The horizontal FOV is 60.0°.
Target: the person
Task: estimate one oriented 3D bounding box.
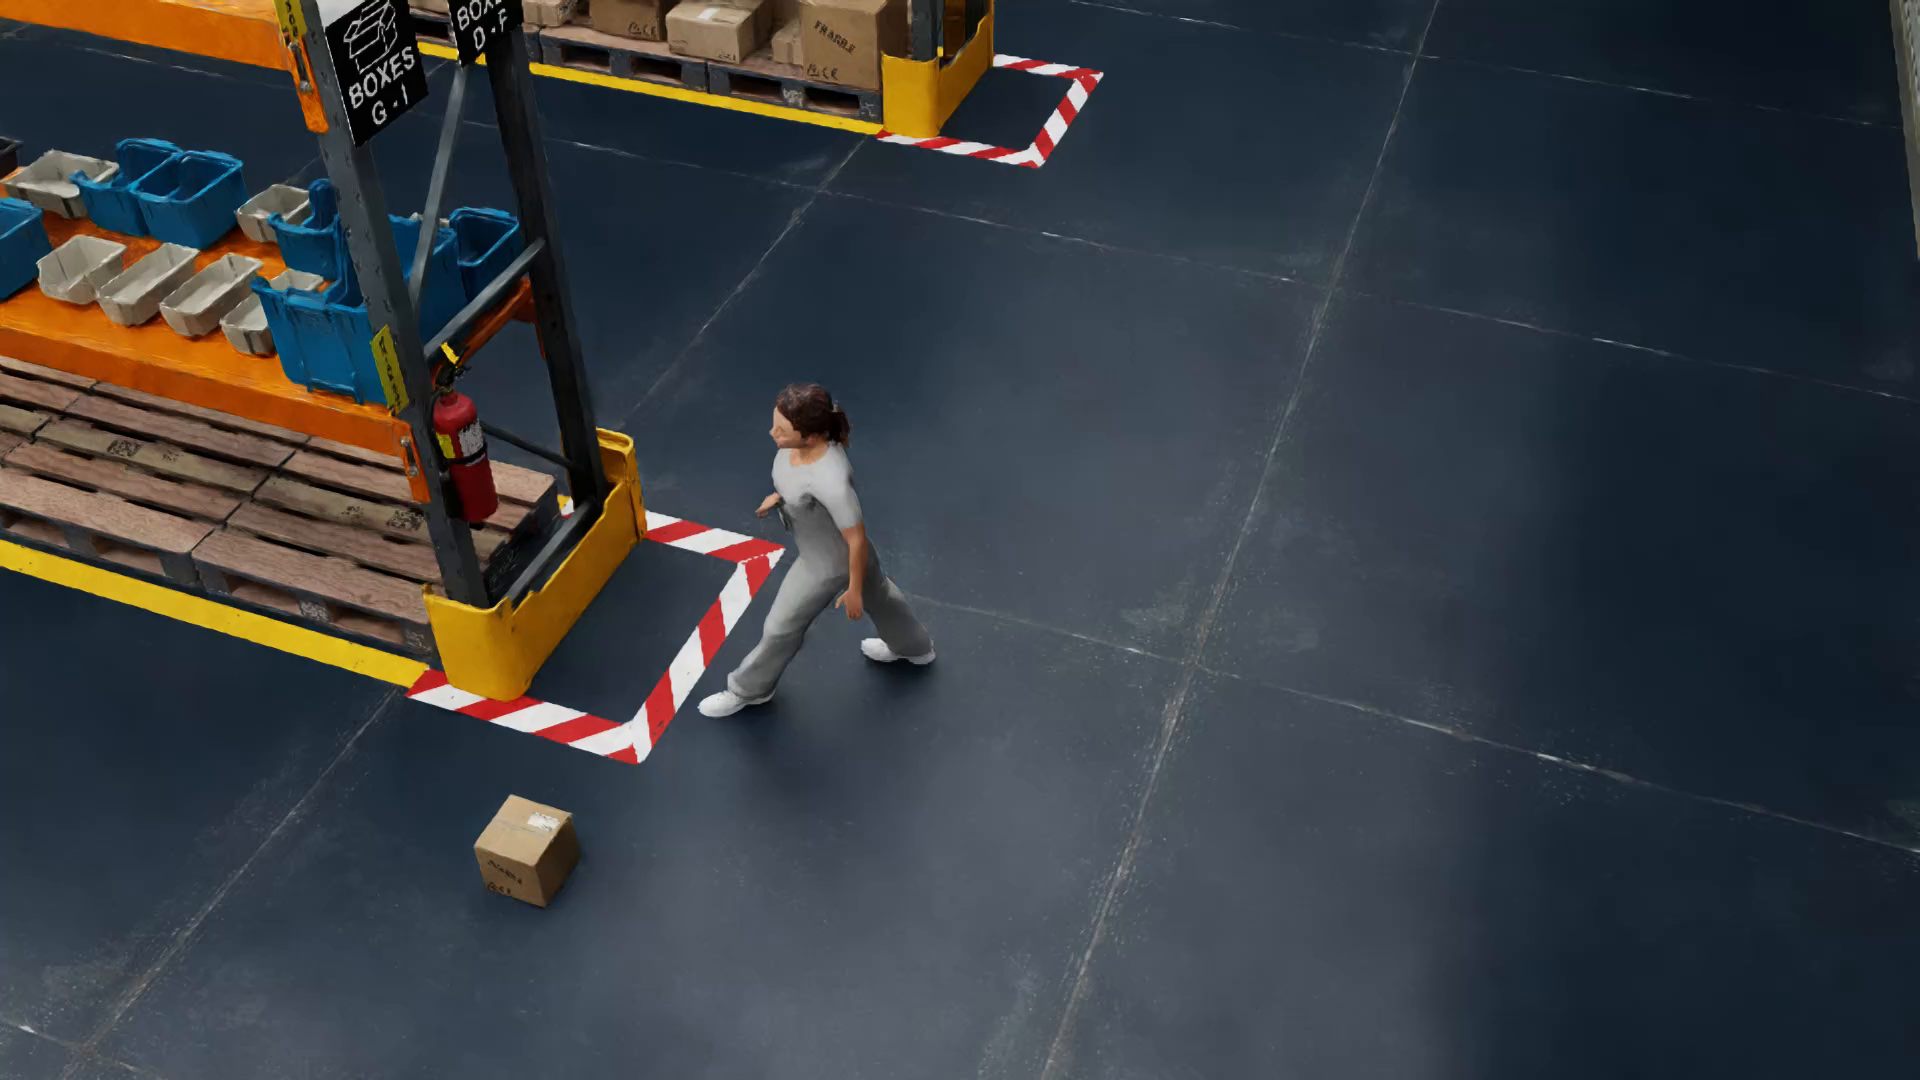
[{"bbox_3d":[-0.565,0.027,6.160,0.966,1.620,0.564,-5,42,-6],"label":"person"}]
